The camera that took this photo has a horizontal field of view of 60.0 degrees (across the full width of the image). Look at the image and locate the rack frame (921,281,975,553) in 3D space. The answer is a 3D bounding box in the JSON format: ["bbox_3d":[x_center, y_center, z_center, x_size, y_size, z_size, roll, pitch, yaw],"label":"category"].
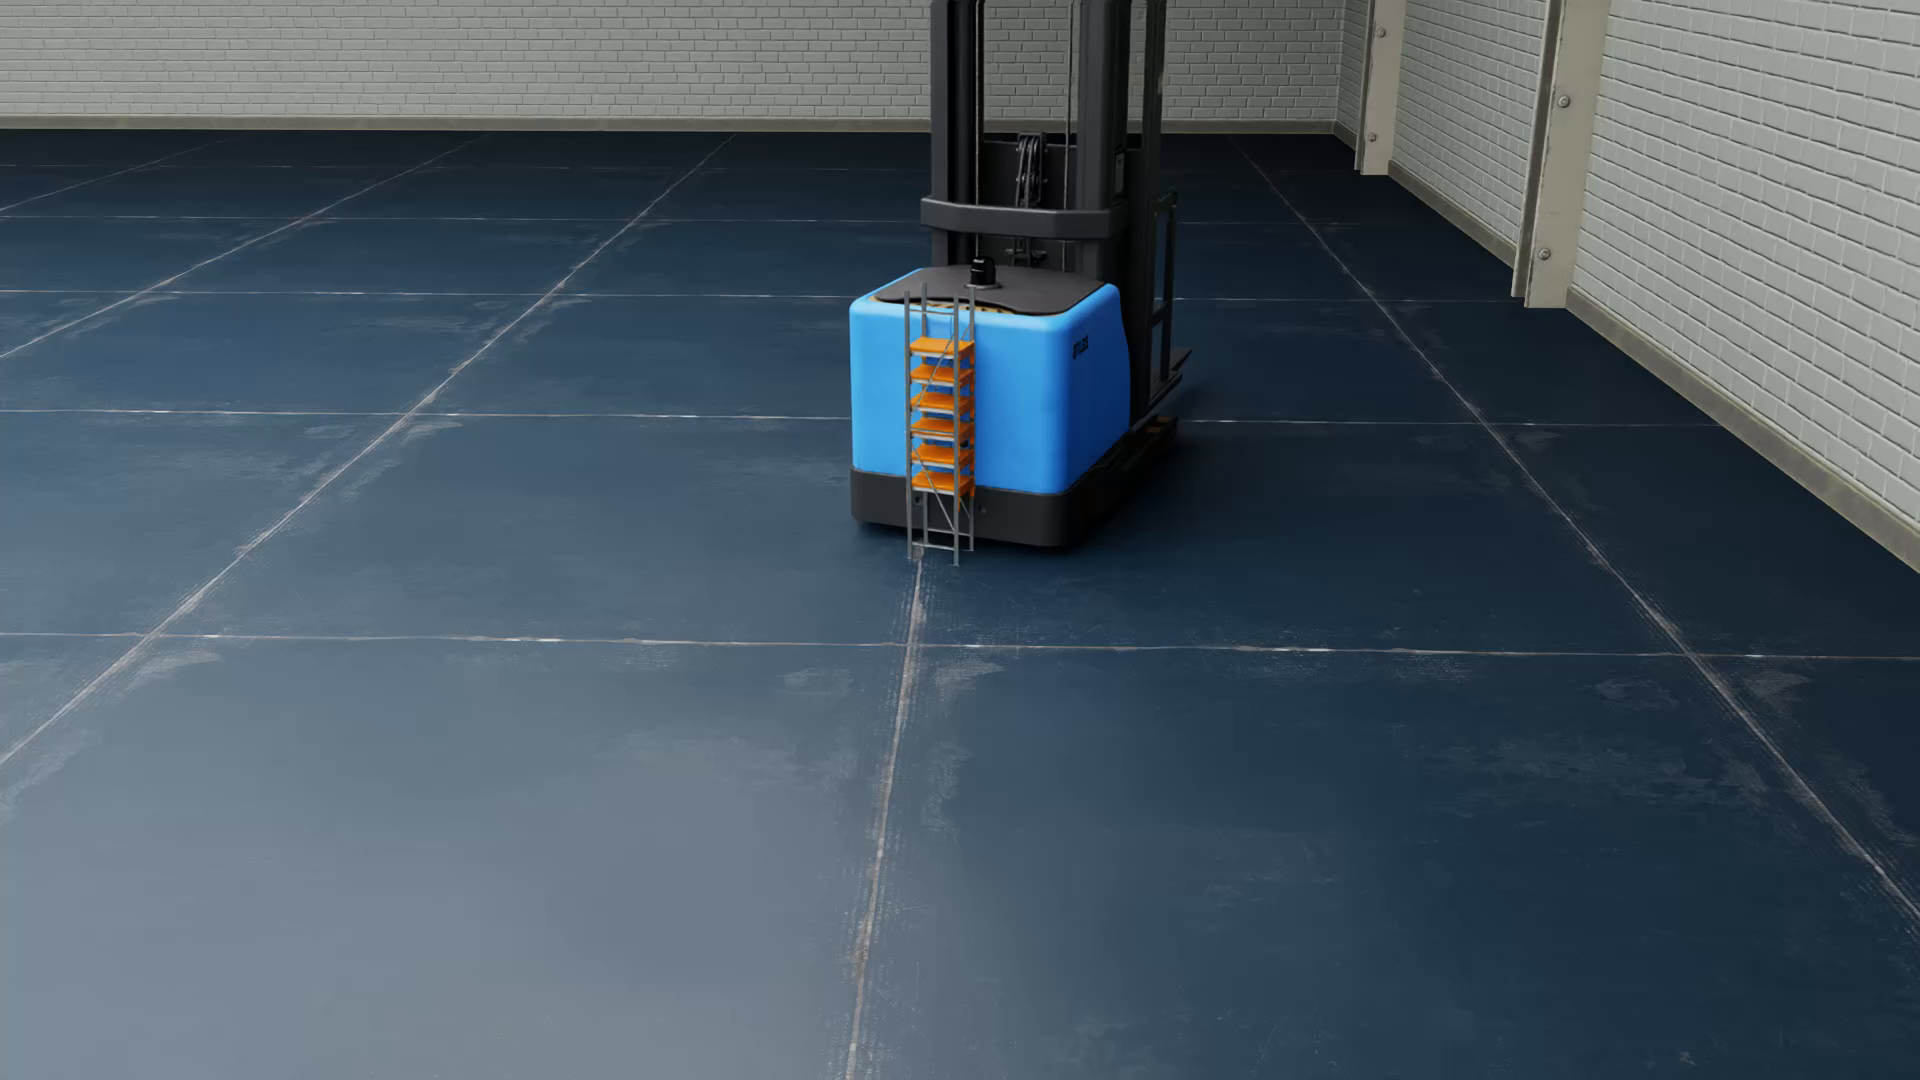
[{"bbox_3d":[-0.051,-0.518,7.206,0.240,1.200,0.006,8,23,20],"label":"rack frame"}]

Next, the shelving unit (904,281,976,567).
[{"bbox_3d":[-0.084,-0.488,7.127,0.258,1.200,0.189,8,23,20],"label":"shelving unit"}]

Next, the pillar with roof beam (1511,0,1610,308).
[{"bbox_3d":[-0.137,-5.957,10.442,9.100,9.000,0.400,1,21,2],"label":"pillar with roof beam"}]

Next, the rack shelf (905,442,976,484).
[{"bbox_3d":[-0.084,-0.334,7.186,0.258,0.103,0.180,8,23,20],"label":"rack shelf"}]

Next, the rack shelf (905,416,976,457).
[{"bbox_3d":[-0.084,-0.446,7.143,0.258,0.103,0.180,8,23,20],"label":"rack shelf"}]

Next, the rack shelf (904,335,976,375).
[{"bbox_3d":[-0.084,-0.782,7.013,0.258,0.103,0.180,8,23,20],"label":"rack shelf"}]

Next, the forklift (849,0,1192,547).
[{"bbox_3d":[0.509,-1.837,8.212,1.130,2.935,3.031,8,23,20],"label":"forklift"}]

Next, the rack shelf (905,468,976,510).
[{"bbox_3d":[-0.084,-0.222,7.230,0.258,0.103,0.180,8,23,20],"label":"rack shelf"}]

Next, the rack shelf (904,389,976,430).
[{"bbox_3d":[-0.084,-0.558,7.100,0.258,0.103,0.180,8,23,20],"label":"rack shelf"}]

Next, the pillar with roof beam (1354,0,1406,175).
[{"bbox_3d":[0.046,-8.126,16.033,9.100,9.000,0.400,1,21,2],"label":"pillar with roof beam"}]

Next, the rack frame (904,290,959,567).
[{"bbox_3d":[-0.117,-0.457,7.048,0.240,1.200,0.006,8,23,20],"label":"rack frame"}]

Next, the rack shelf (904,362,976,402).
[{"bbox_3d":[-0.084,-0.670,7.056,0.258,0.103,0.180,8,23,20],"label":"rack shelf"}]
